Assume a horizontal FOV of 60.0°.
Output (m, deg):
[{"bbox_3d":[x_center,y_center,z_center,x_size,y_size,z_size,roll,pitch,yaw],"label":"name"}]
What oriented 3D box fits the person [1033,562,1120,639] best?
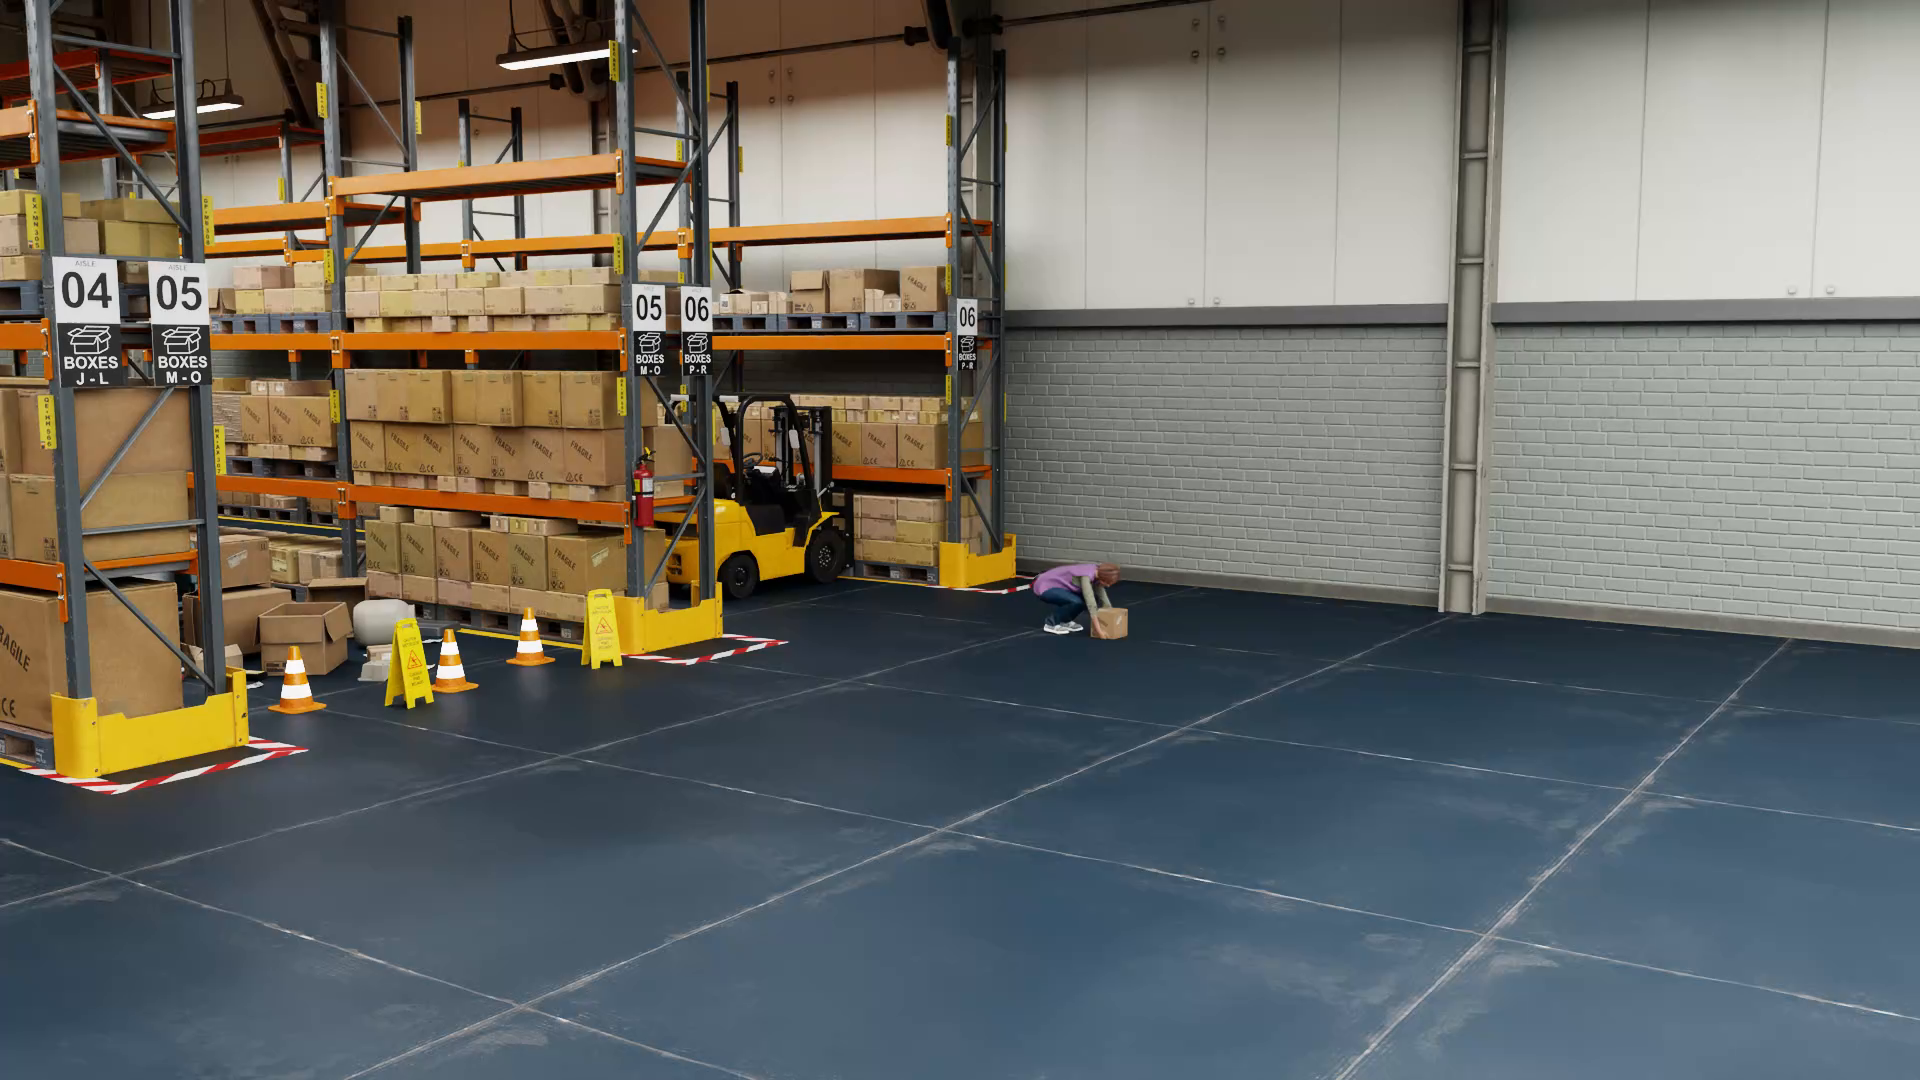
[{"bbox_3d":[1.093,0.559,15.547,0.848,0.729,0.428,4,8,32],"label":"person"}]
